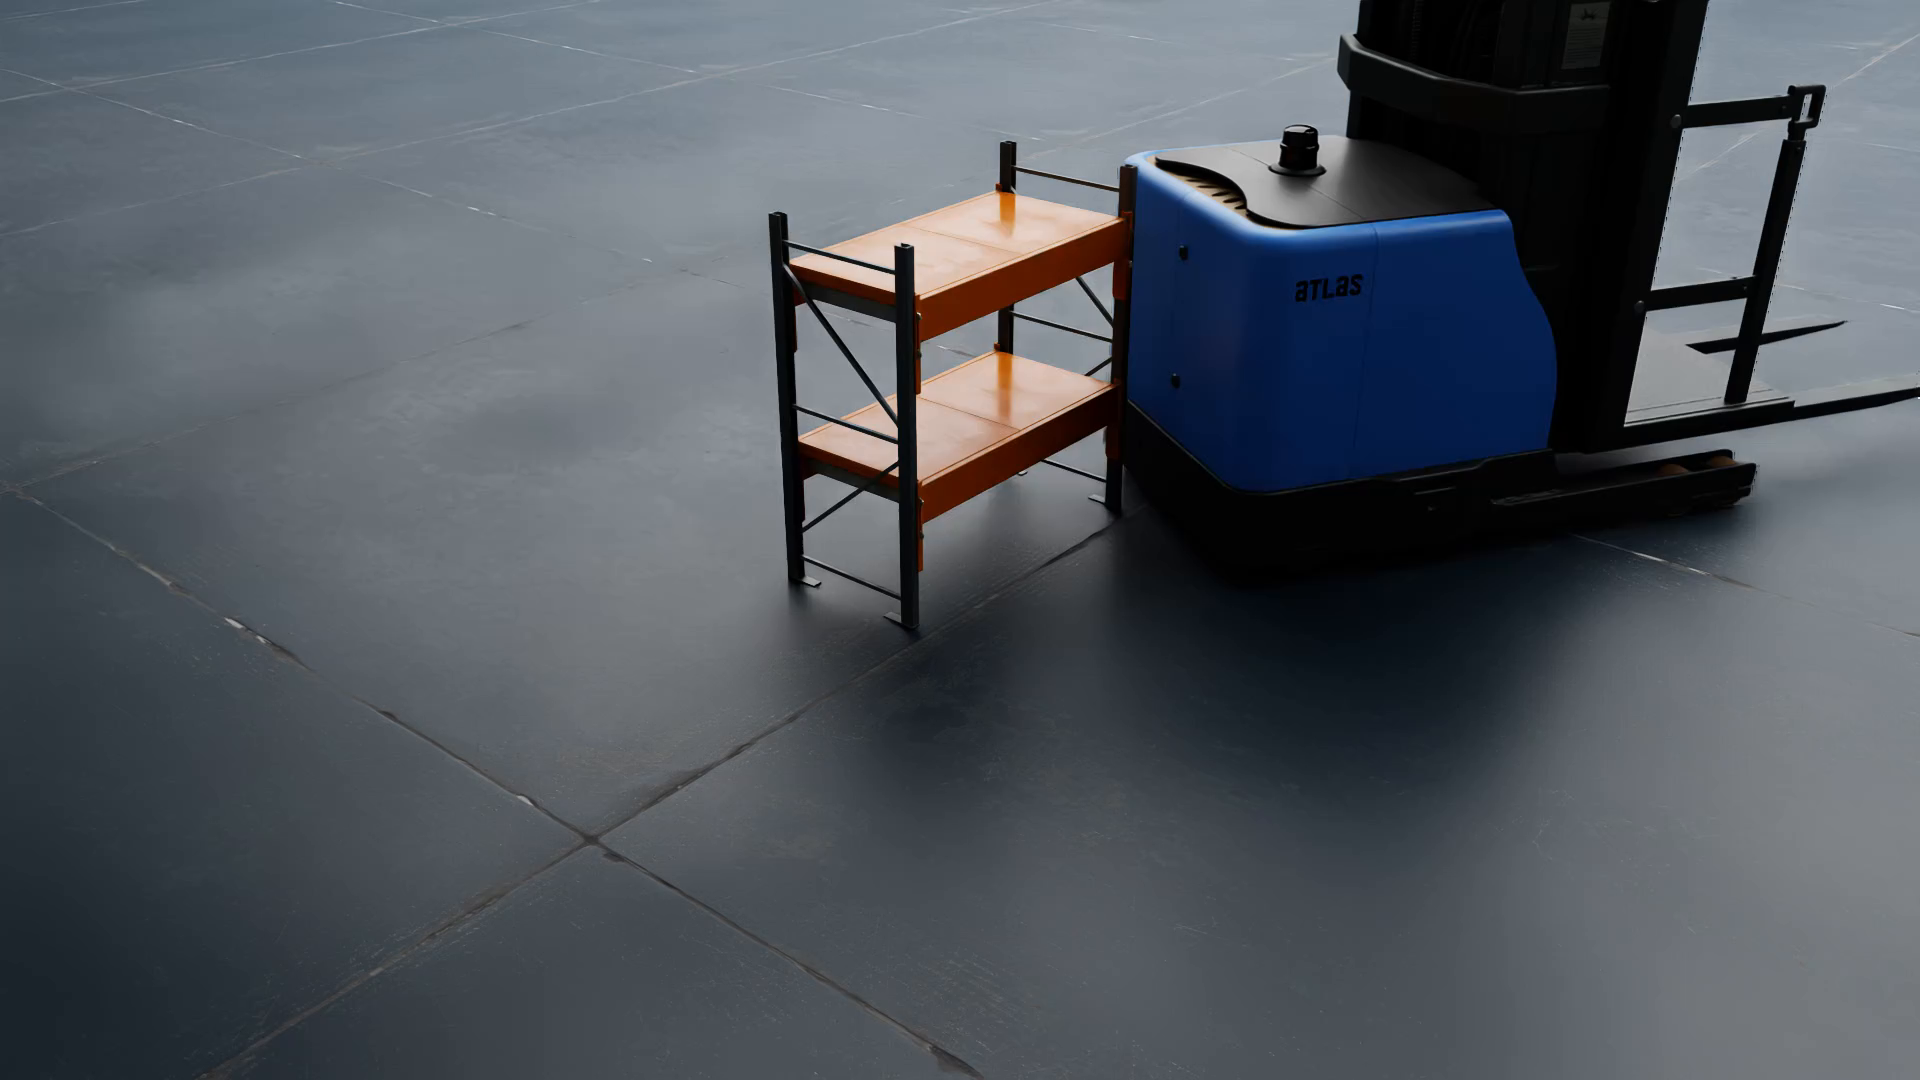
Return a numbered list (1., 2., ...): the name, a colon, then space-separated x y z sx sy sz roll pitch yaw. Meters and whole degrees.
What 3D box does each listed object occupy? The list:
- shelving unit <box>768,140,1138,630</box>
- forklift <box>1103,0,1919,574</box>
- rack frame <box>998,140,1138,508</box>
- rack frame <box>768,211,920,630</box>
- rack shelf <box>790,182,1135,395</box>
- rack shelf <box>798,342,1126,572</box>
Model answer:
1. shelving unit: 0.004 -0.502 4.996 0.538 1.125 1.048 21 34 34
2. forklift: 2.066 -1.598 5.149 3.031 2.935 1.130 -9 29 -17
3. rack frame: 0.328 -0.682 5.345 0.500 1.125 0.032 21 34 34
4. rack frame: -0.319 -0.322 4.648 0.500 1.125 0.032 21 34 34
5. rack shelf: 0.004 -0.762 4.862 0.538 0.278 1.000 21 34 34
6. rack shelf: 0.004 -0.285 5.109 0.538 0.278 1.000 21 34 34
